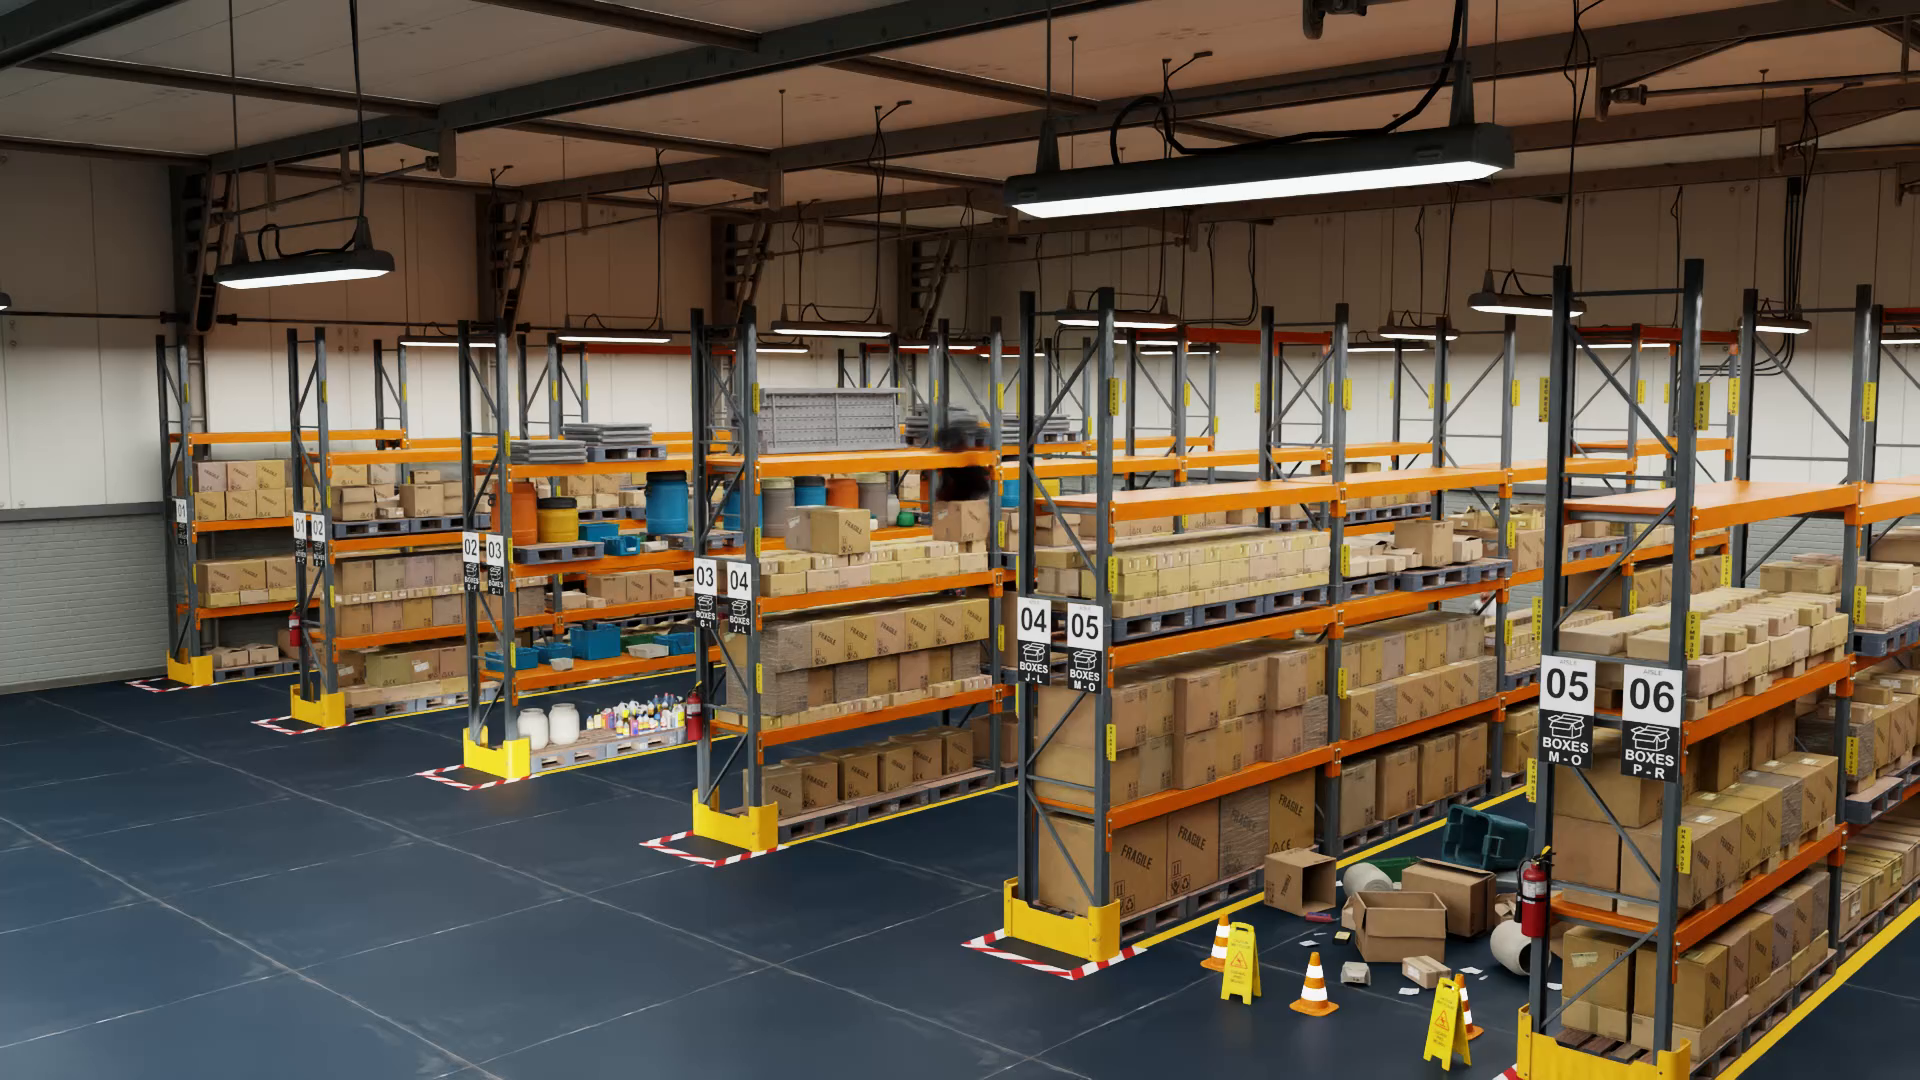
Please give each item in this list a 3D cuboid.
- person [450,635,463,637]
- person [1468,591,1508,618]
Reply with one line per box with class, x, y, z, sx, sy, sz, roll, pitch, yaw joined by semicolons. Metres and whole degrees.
person;-8.860;1.635;29.128;0.603;1.596;0.543;4;7;35
person;9.103;1.613;28.697;0.707;1.730;0.577;3;6;27
